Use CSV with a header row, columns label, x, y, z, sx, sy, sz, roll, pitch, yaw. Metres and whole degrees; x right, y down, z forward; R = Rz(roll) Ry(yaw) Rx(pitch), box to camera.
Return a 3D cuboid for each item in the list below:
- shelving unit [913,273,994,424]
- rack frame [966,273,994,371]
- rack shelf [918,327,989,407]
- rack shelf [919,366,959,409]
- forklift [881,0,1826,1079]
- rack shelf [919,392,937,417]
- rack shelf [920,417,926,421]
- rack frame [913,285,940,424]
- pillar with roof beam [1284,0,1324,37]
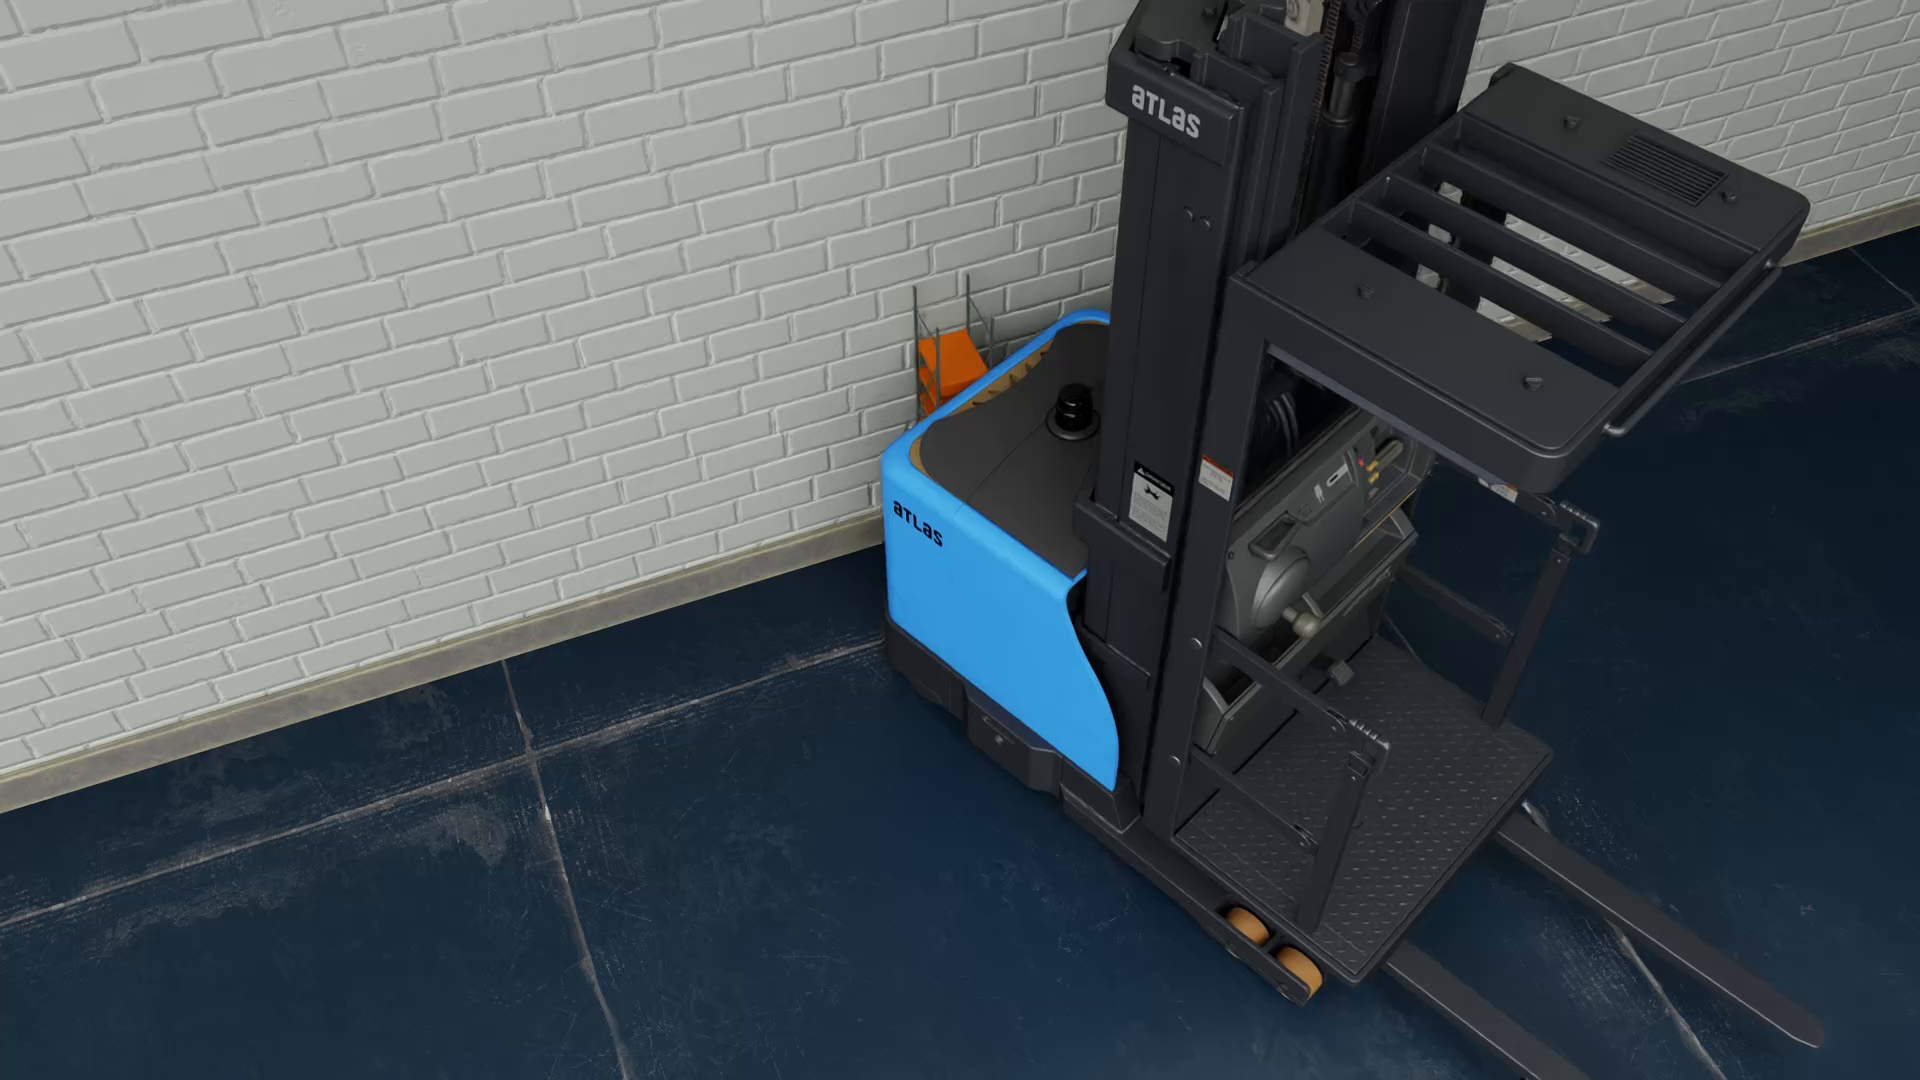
label,x,y,z,sx,sy,sz,roll,pitch,yaw
shelving unit,-0.021,-0.361,5.760,0.189,1.200,0.258,-15,50,-13
rack frame,0.065,-0.385,5.781,0.006,1.200,0.240,-15,50,-13
rack shelf,-0.022,-0.572,5.526,0.180,0.103,0.258,-15,50,-13
rack shelf,-0.022,-0.492,5.615,0.180,0.103,0.258,-15,50,-13
forklift,1.152,-0.011,4.328,3.031,2.935,1.130,36,58,27
rack shelf,-0.022,-0.412,5.704,0.180,0.103,0.258,-15,50,-13
rack shelf,-0.021,-0.332,5.793,0.180,0.103,0.258,-15,50,-13
rack frame,-0.107,-0.338,5.740,0.006,1.200,0.240,-15,50,-13
pillar with roof beam,2.832,-0.264,0.545,0.400,9.000,9.100,-17,52,-14
